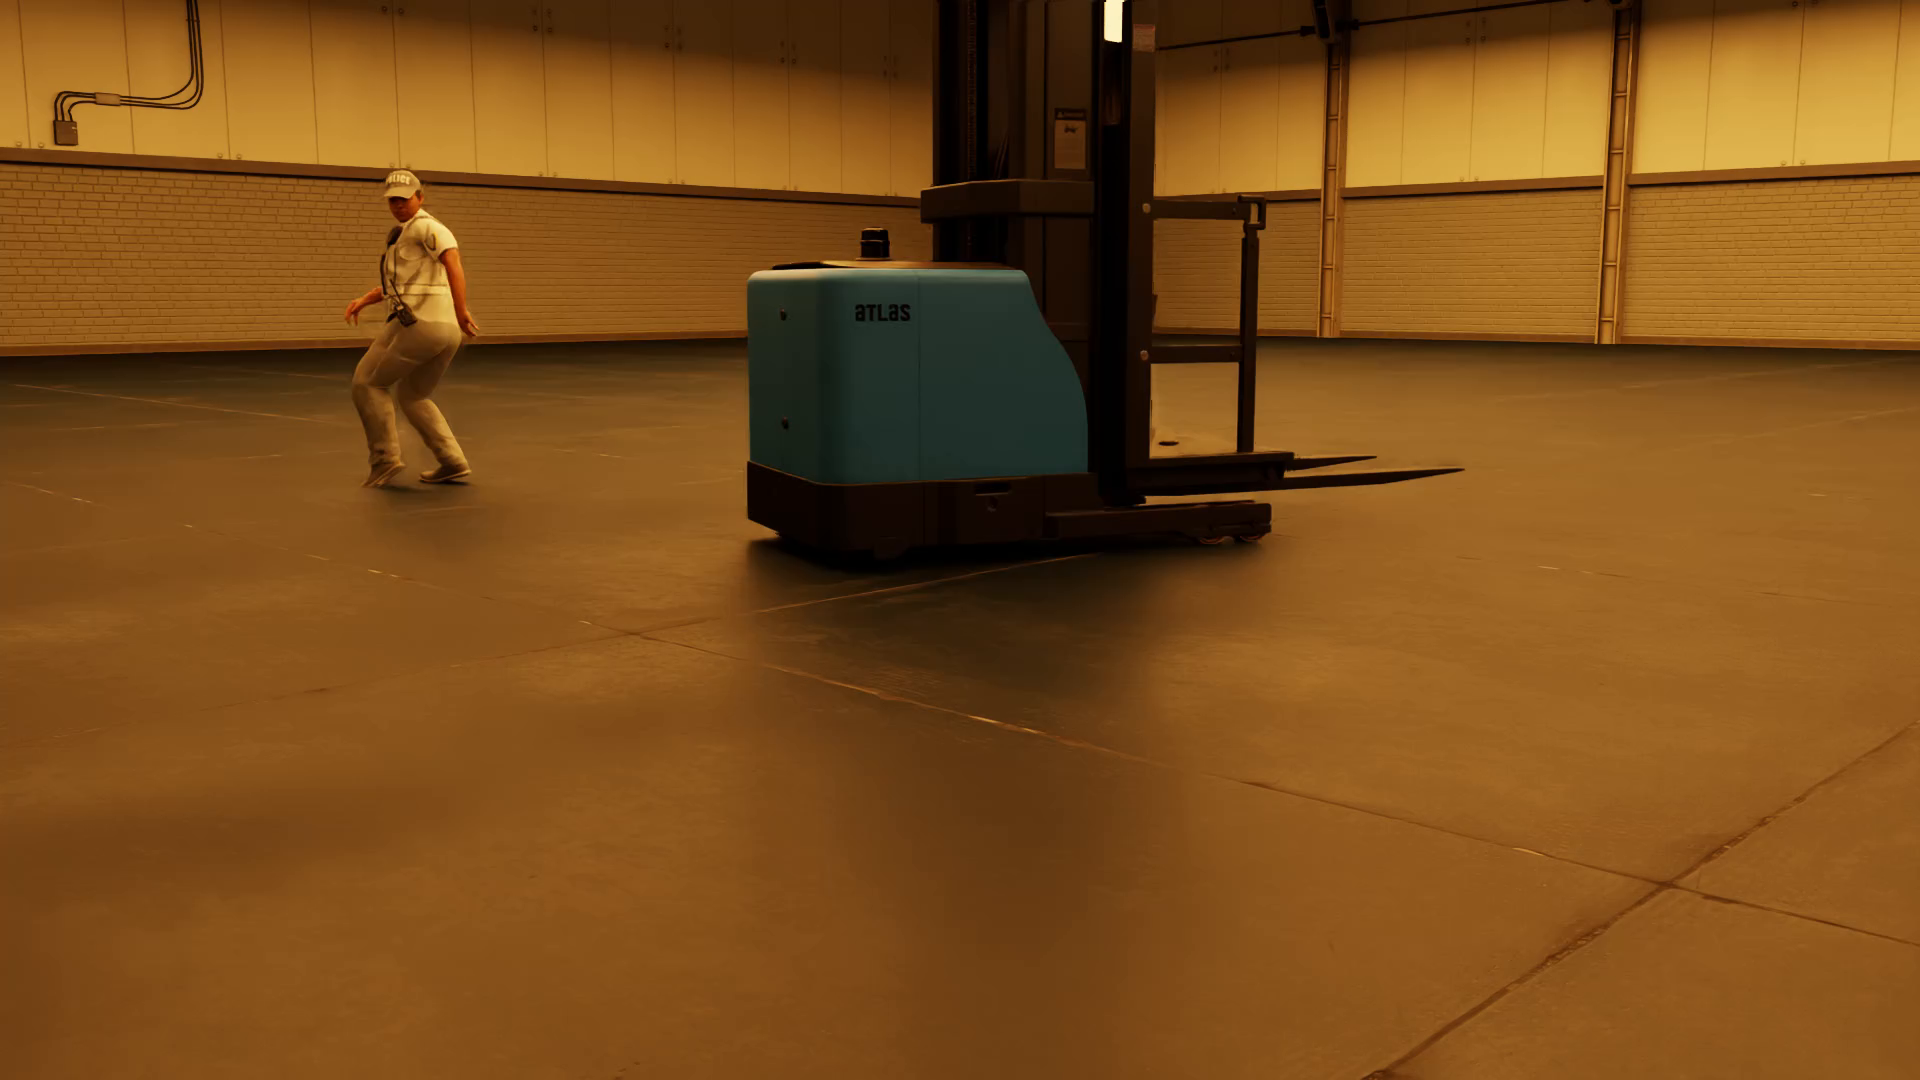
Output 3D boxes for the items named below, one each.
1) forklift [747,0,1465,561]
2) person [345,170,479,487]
[{"bbox_3d":[0.696,-1.495,6.802,3.031,2.935,1.130,-4,9,-23],"label":"forklift"},{"bbox_3d":[-2.785,-1.055,8.563,0.736,1.665,0.569,0,9,-1],"label":"person"}]
